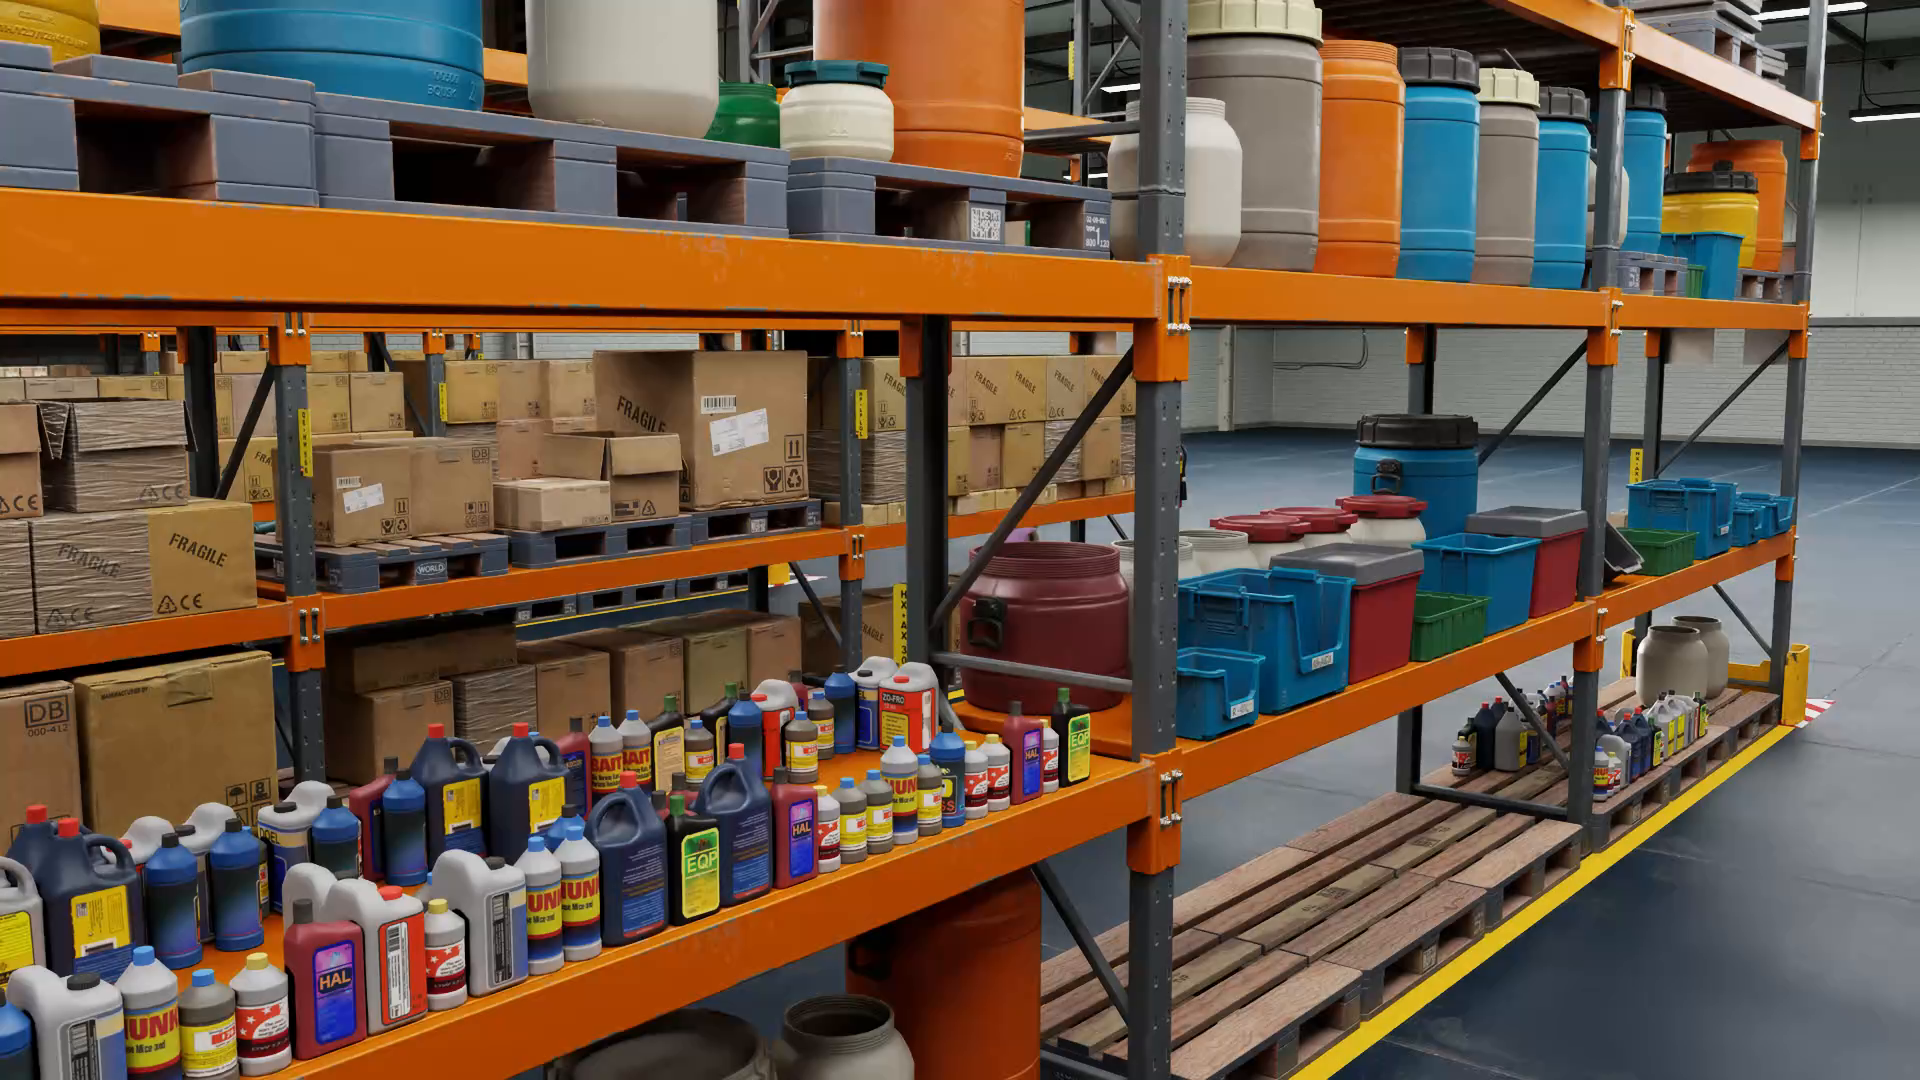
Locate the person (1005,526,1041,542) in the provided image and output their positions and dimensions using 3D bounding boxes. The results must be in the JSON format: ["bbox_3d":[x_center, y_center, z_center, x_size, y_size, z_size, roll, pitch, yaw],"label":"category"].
[{"bbox_3d":[0.581,0.199,16.177,0.423,0.896,0.822,5,9,37],"label":"person"}]
